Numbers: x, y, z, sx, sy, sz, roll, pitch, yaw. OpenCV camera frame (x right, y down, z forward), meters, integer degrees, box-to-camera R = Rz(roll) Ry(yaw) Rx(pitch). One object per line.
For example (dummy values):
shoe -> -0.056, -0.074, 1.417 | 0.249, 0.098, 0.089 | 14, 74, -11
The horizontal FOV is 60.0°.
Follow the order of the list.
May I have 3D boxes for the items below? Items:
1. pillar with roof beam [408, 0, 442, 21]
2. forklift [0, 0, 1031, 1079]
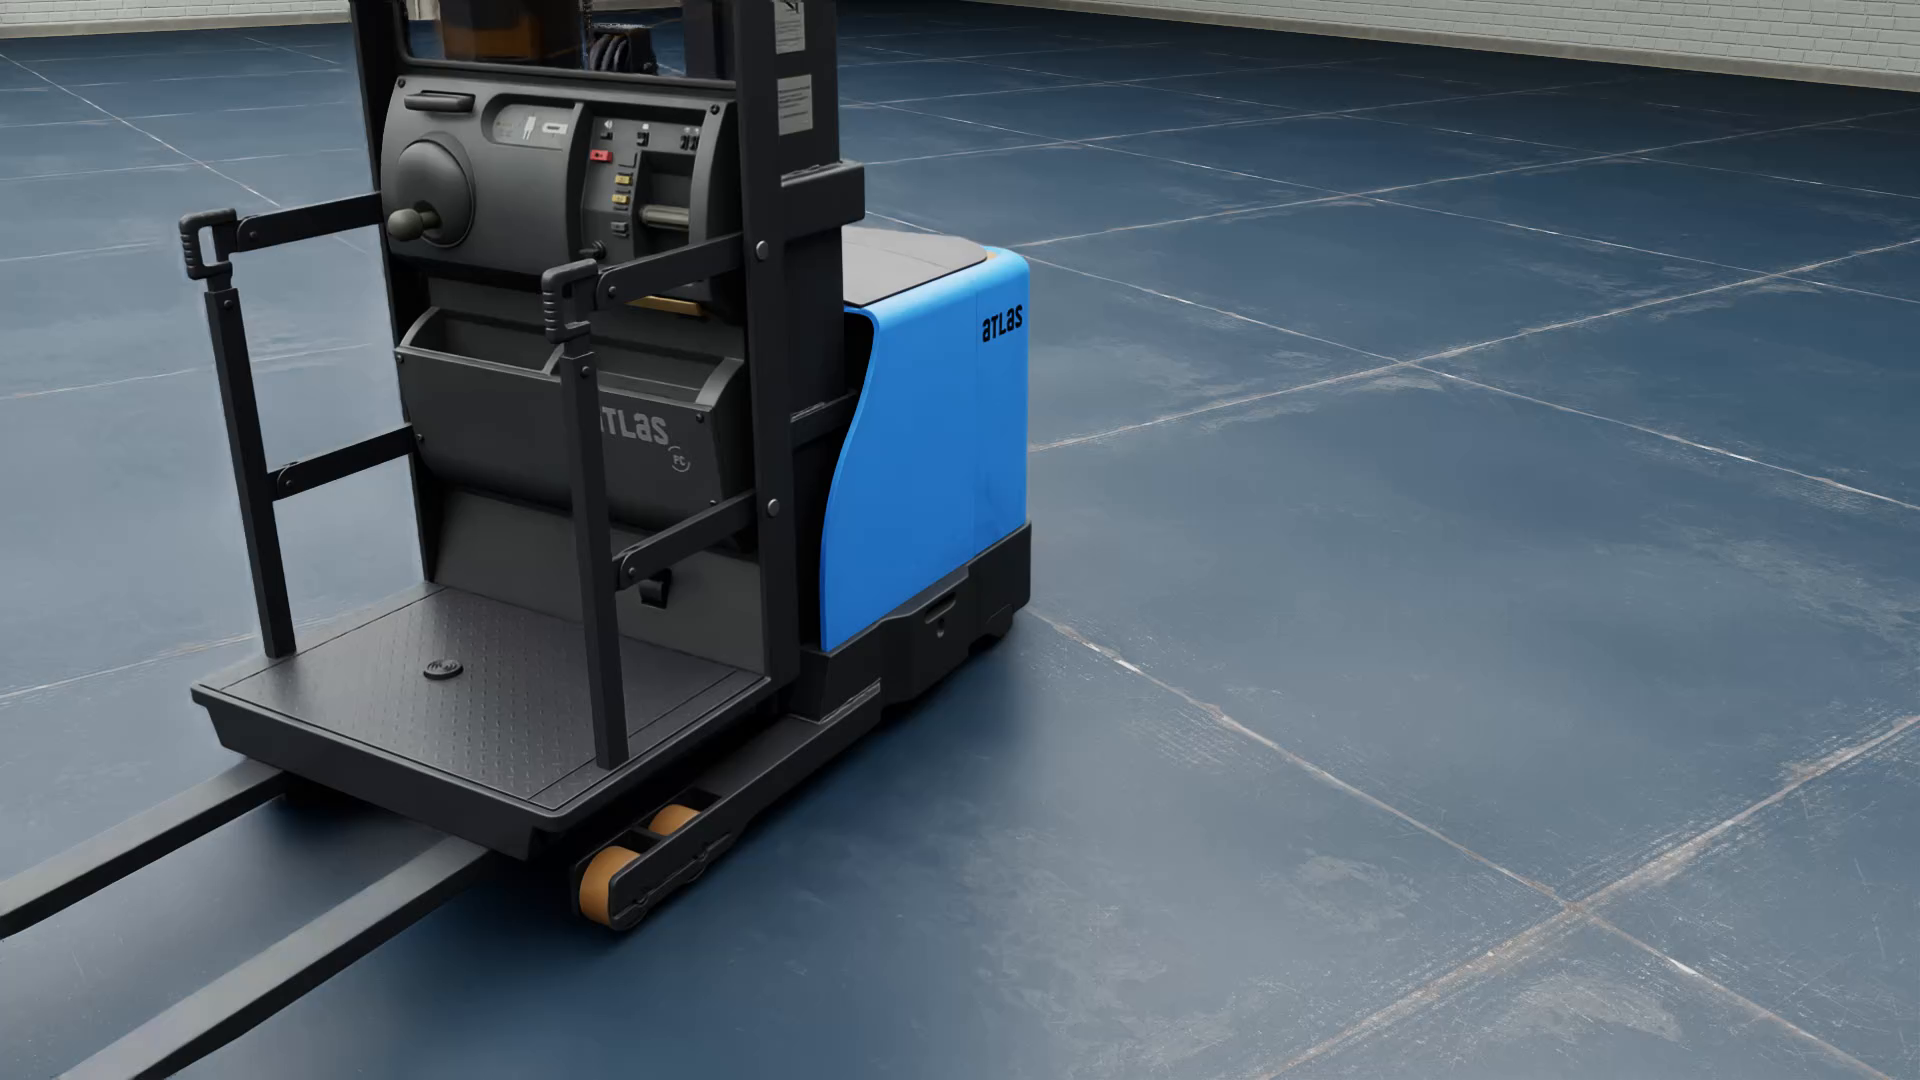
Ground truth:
pillar with roof beam -> -5.535, -10.730, 20.145 | 0.400, 9.000, 9.100 | -15, 26, -33
forklift -> -0.982, -0.760, 3.346 | 1.130, 2.935, 3.031 | 12, 25, 28
